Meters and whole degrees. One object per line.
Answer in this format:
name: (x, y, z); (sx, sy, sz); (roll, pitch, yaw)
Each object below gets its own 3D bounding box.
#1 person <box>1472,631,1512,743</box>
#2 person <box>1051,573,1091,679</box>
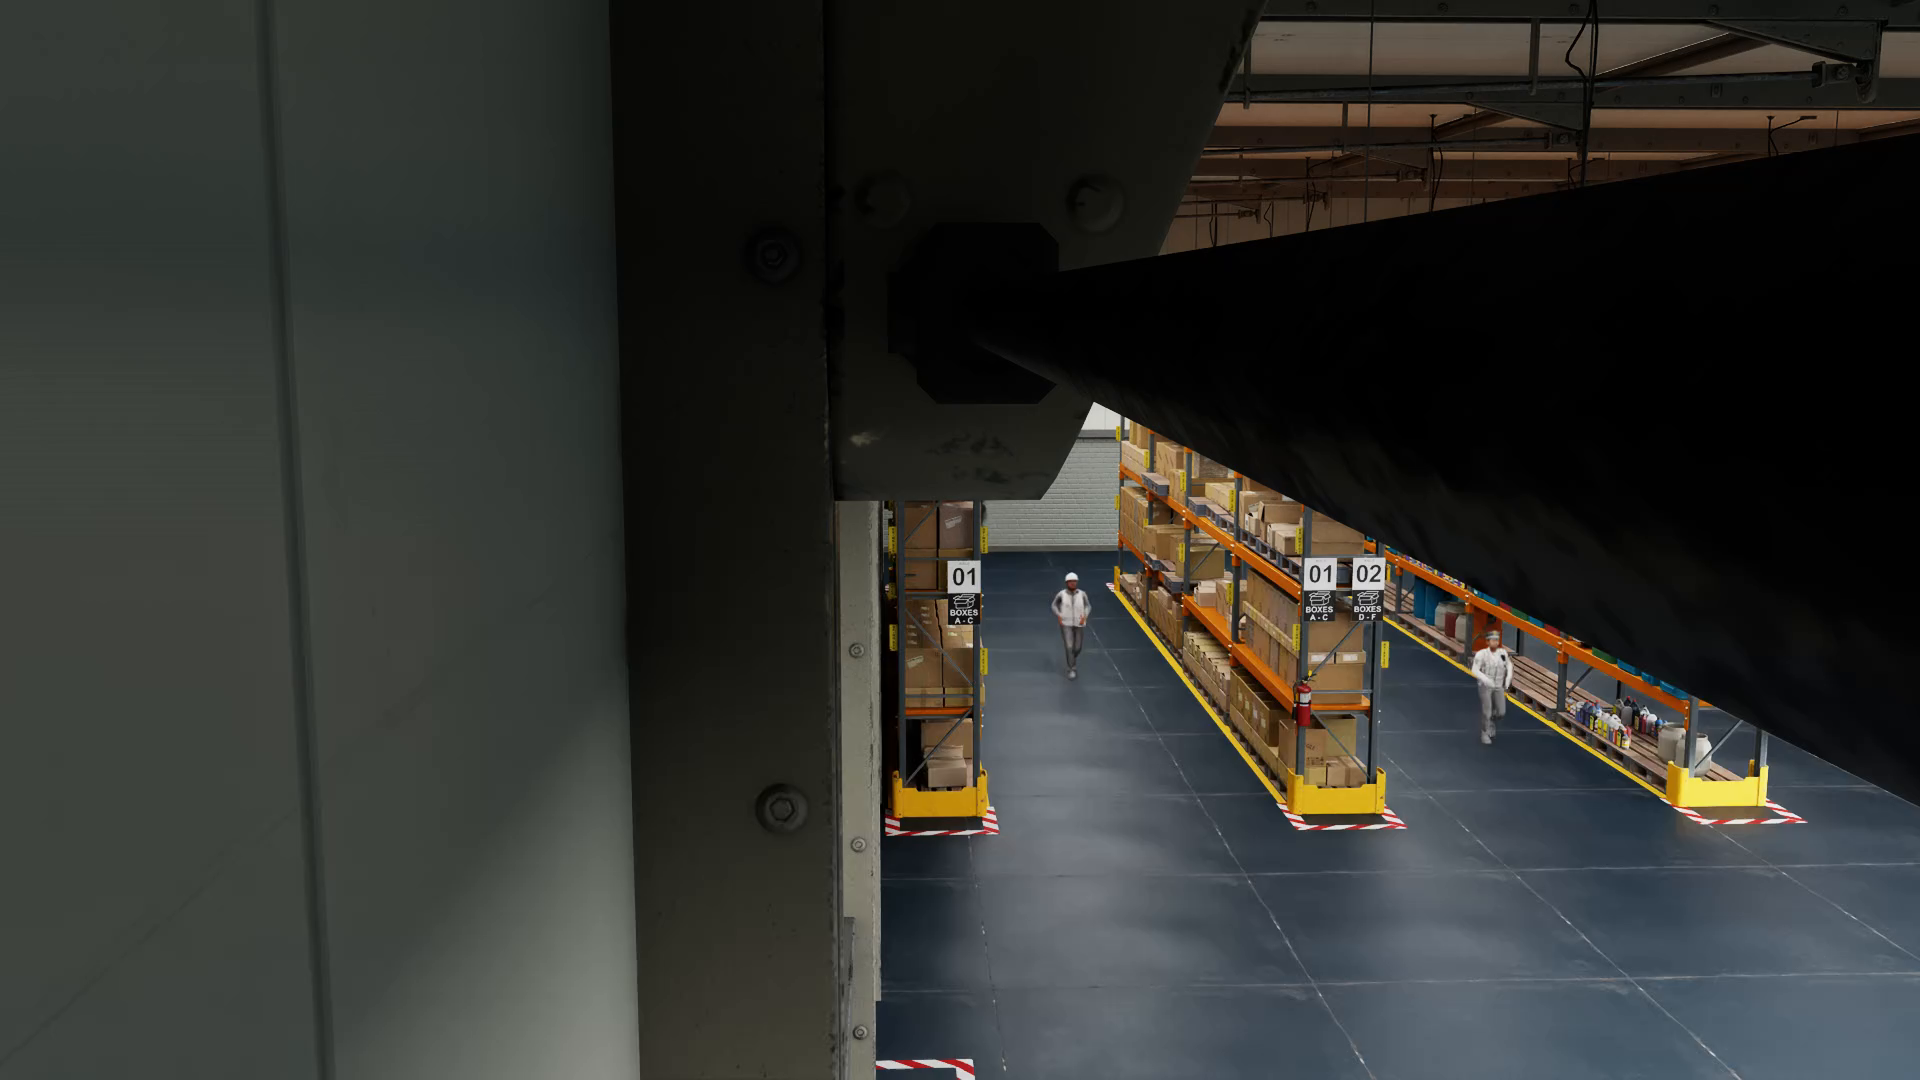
person: (7.632, 2.105, 23.780); (0.643, 1.652, 0.560); (-1, 8, -4)
person: (1.887, 1.421, 28.173); (0.673, 1.752, 0.789); (-1, 8, -5)
